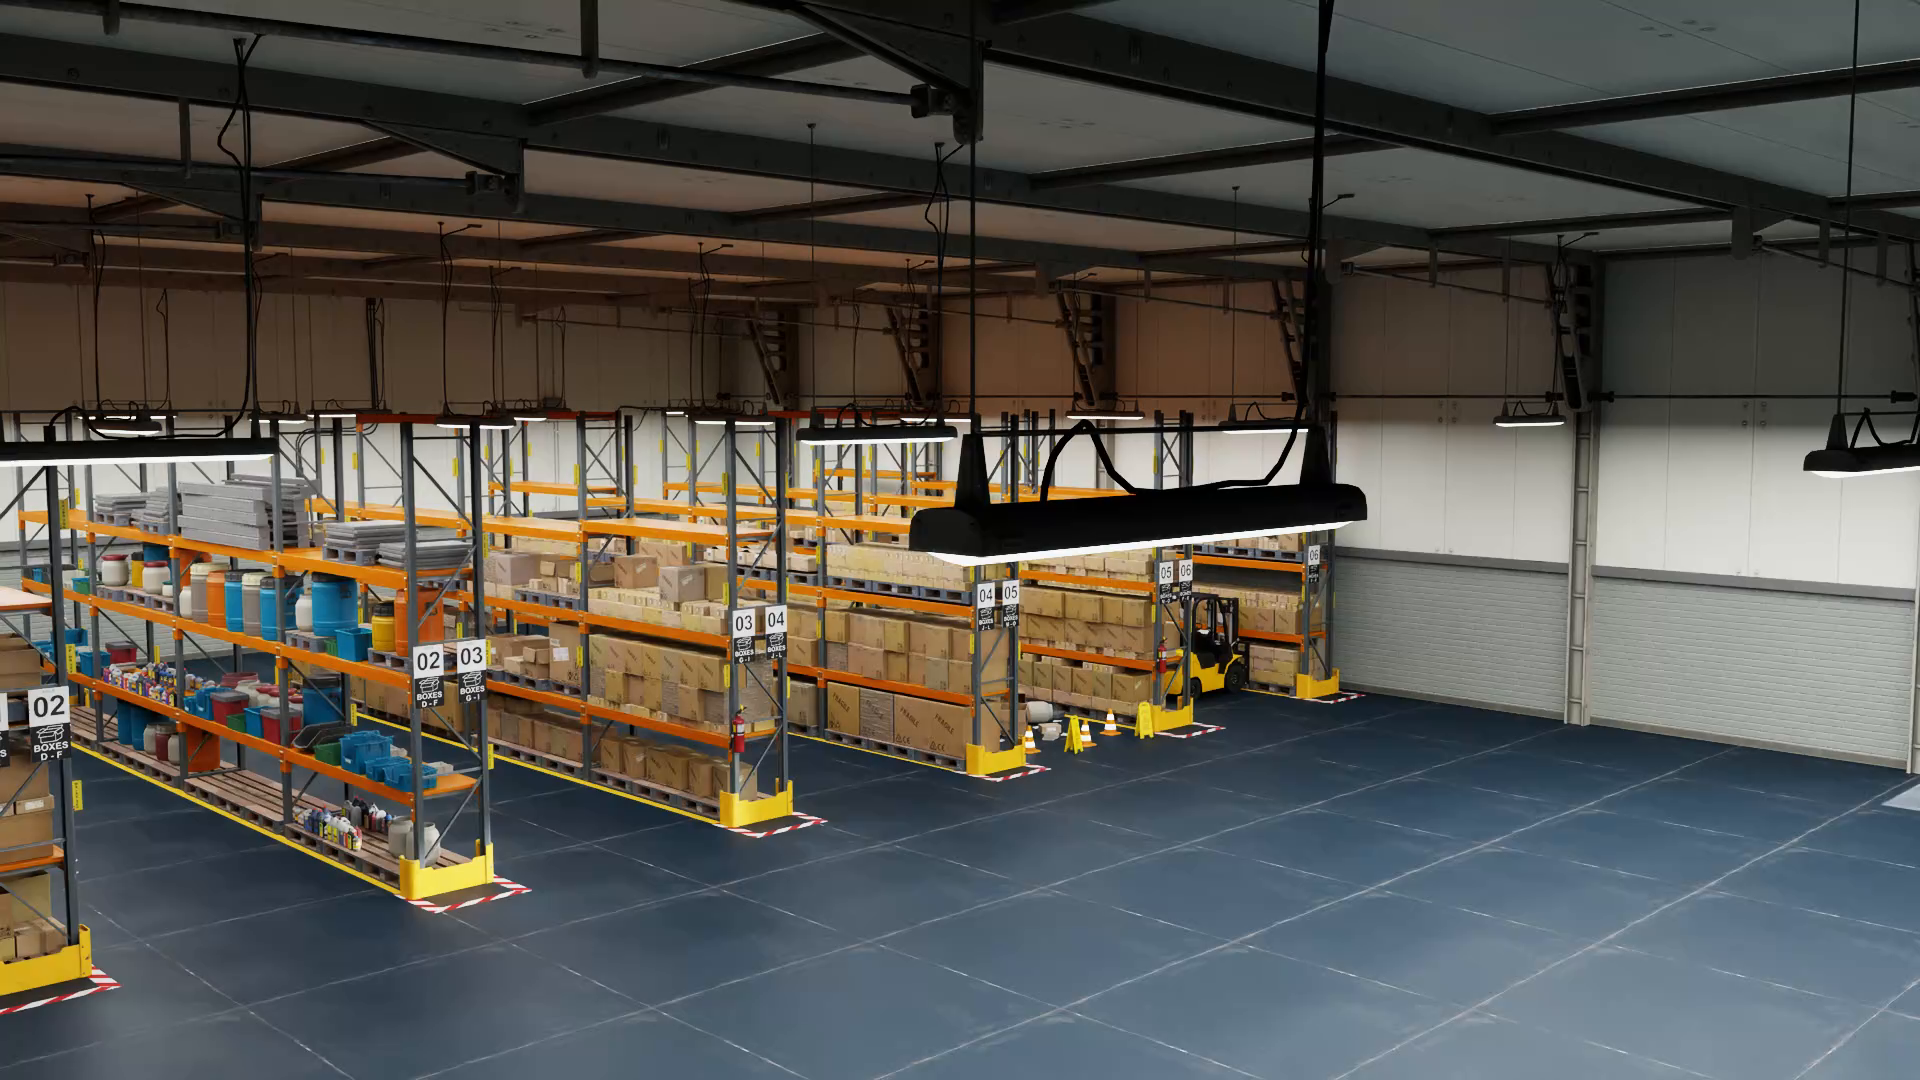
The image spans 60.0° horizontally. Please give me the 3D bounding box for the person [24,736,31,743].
[{"bbox_3d":[-13.420,3.523,23.811,0.896,1.552,0.569,5,7,44],"label":"person"}]
